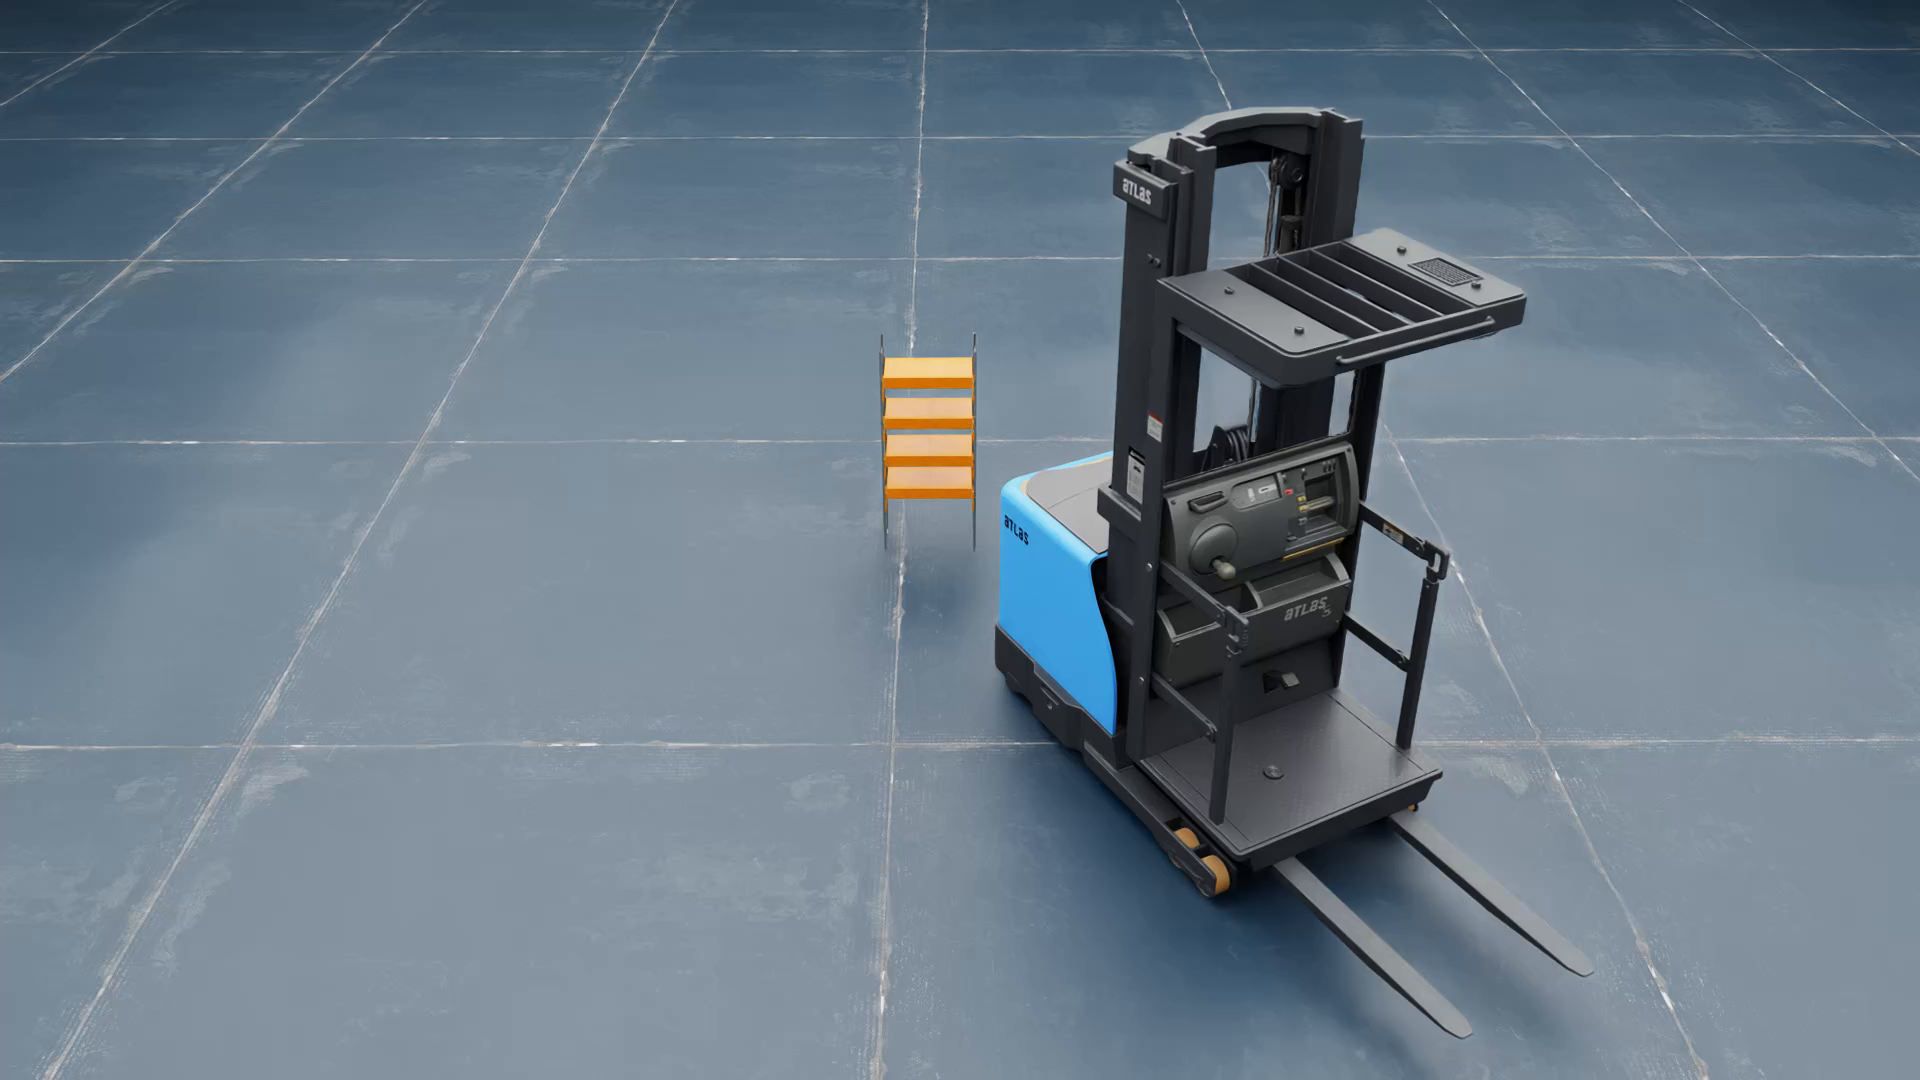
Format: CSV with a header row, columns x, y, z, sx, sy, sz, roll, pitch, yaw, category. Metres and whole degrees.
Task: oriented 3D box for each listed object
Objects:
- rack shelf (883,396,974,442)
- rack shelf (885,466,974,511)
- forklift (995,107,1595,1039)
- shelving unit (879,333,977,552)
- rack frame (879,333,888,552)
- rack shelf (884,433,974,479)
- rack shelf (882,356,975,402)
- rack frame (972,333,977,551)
x,y,z,sx,sy,sz,roll,pitch,yaw,category
-0.166,-0.646,8.857,0.480,0.148,0.258,0,31,0,rack shelf
-0.166,-0.285,9.076,0.480,0.148,0.258,0,31,0,rack shelf
1.331,-0.061,6.525,1.130,2.935,3.031,-16,35,-25,forklift
-0.166,-0.512,8.938,0.503,1.200,0.258,0,31,0,shelving unit
-0.410,-0.512,8.937,0.015,1.200,0.240,0,31,0,rack frame
-0.166,-0.455,8.973,0.480,0.148,0.258,0,31,0,rack shelf
-0.166,-0.848,8.734,0.480,0.148,0.258,0,31,0,rack shelf
0.078,-0.513,8.939,0.015,1.200,0.240,0,31,0,rack frame
